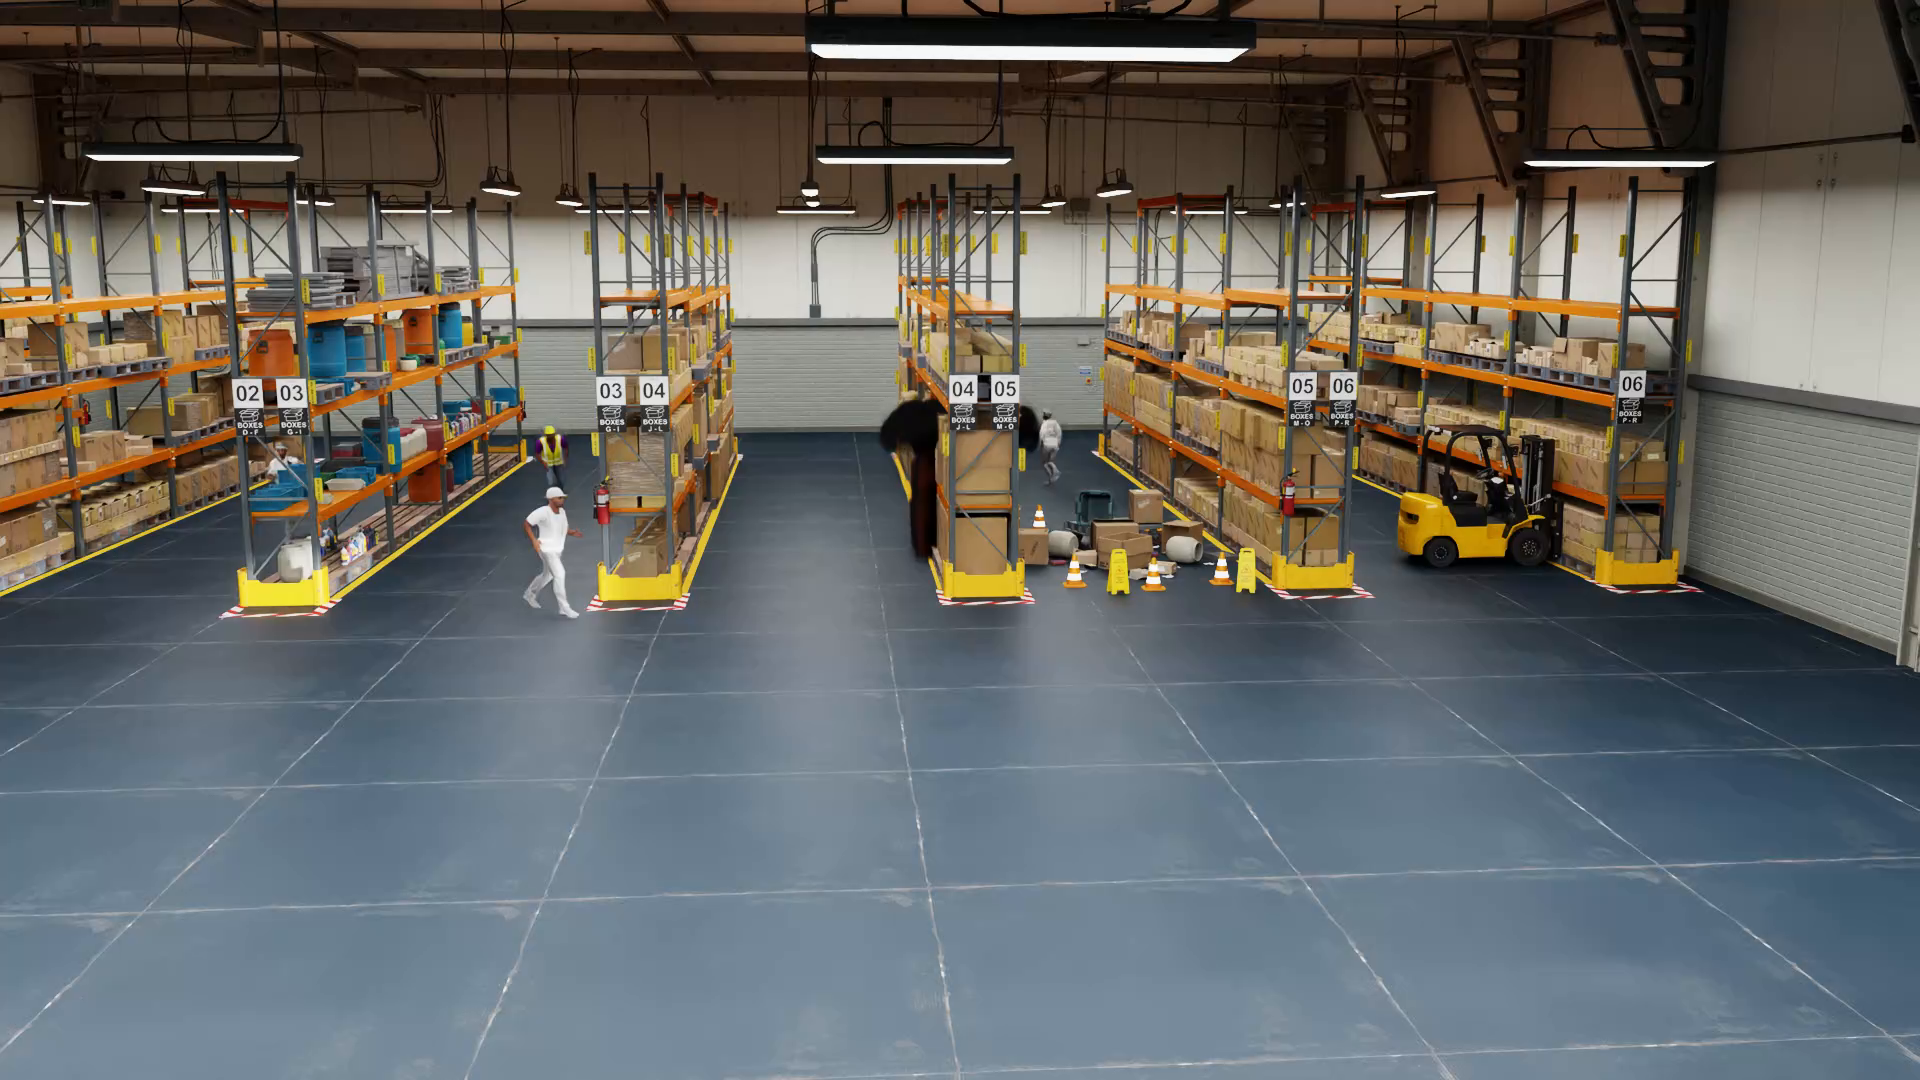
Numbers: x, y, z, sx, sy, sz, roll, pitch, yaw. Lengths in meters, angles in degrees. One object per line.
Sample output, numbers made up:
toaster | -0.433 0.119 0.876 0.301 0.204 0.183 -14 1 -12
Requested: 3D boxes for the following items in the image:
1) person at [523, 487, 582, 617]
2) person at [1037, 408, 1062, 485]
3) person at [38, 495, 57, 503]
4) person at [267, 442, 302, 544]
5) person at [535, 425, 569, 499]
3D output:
person | -5.619 0.143 22.753 0.968 1.756 0.656 3 11 18
person | 1.926 -1.956 35.116 0.620 1.634 0.570 -6 11 -29
person | -16.909 -1.197 30.668 0.699 1.676 0.810 -4 11 -22
person | -11.566 -0.857 28.639 0.566 1.714 0.899 1 10 3
person | -7.951 -1.470 32.394 0.671 1.597 0.940 -5 11 -26
